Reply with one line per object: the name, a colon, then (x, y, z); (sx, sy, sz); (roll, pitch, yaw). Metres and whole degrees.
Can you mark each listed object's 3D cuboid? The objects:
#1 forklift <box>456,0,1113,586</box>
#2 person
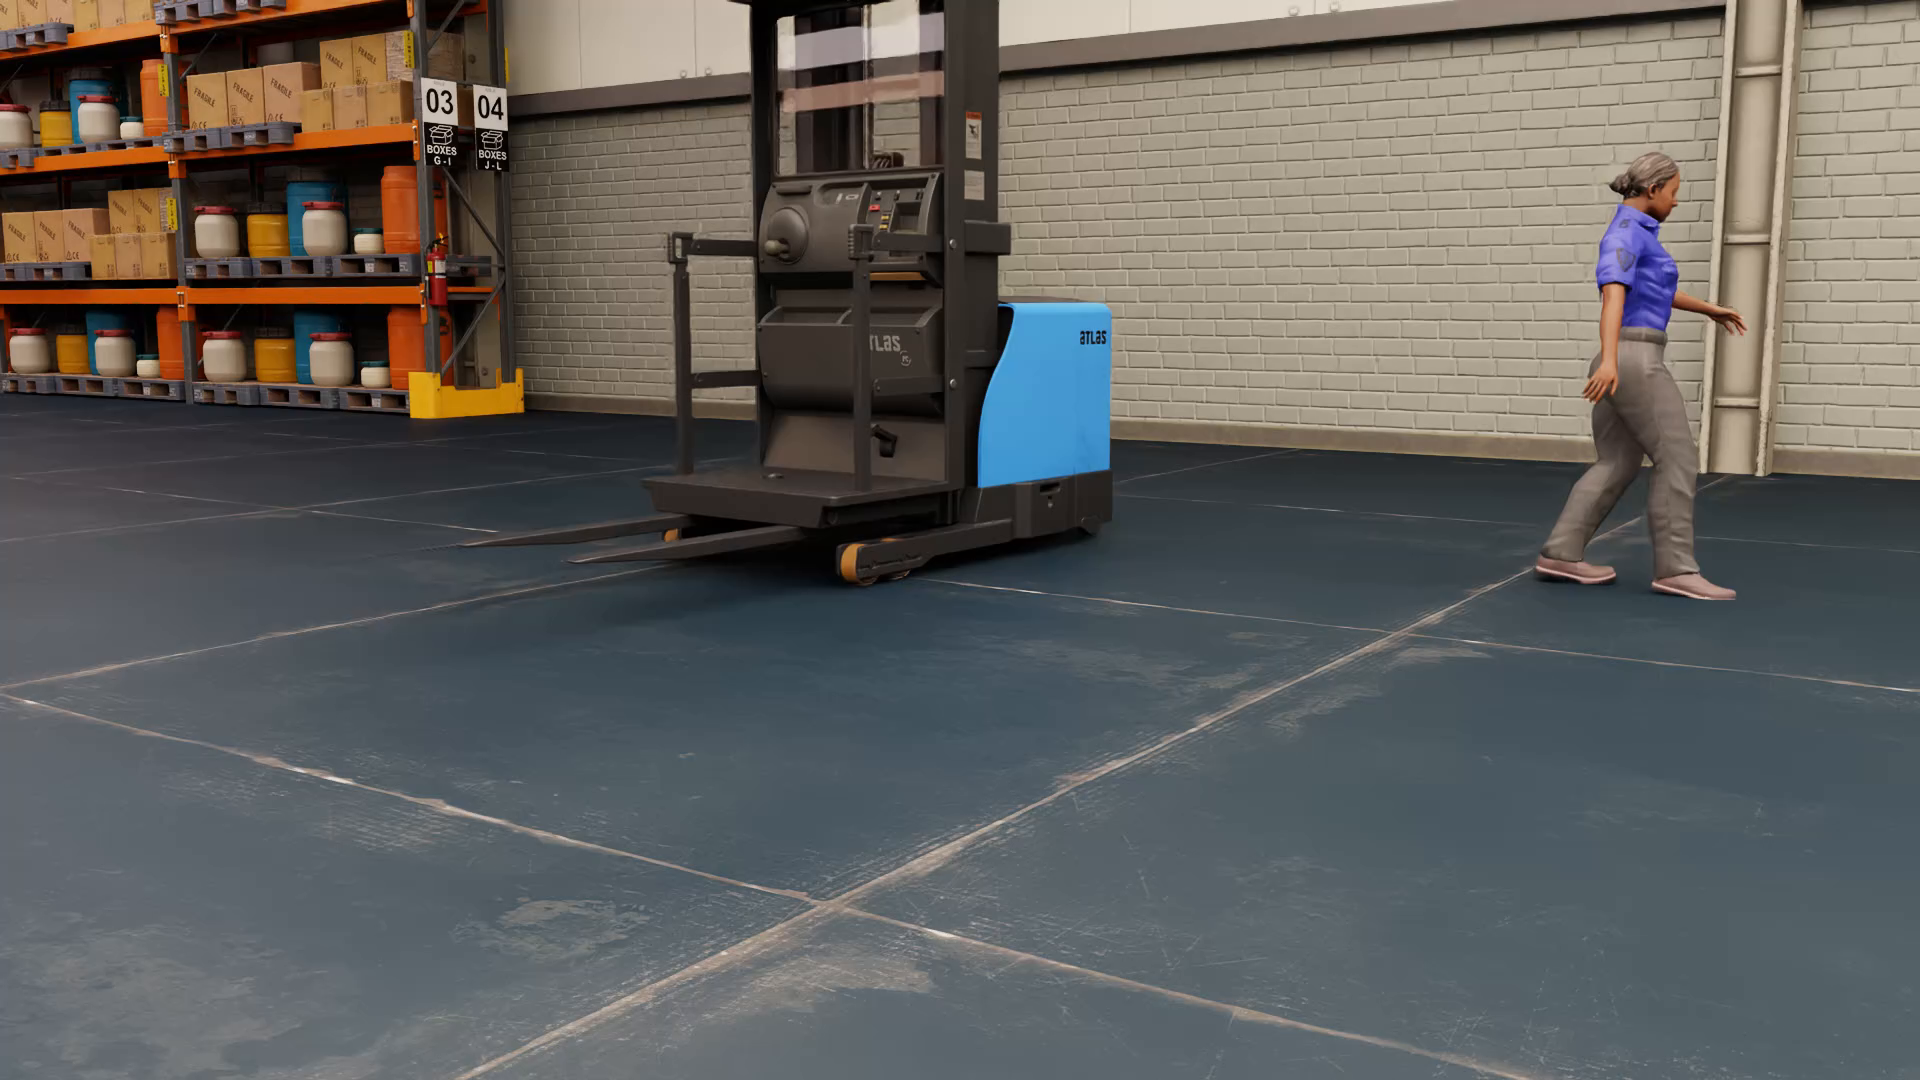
forklift: (-0.596, -1.354, 6.711); (1.130, 2.935, 3.031); (6, 10, 38)
person: (2.562, -0.606, 6.161); (0.724, 1.639, 0.891); (3, 9, 18)
